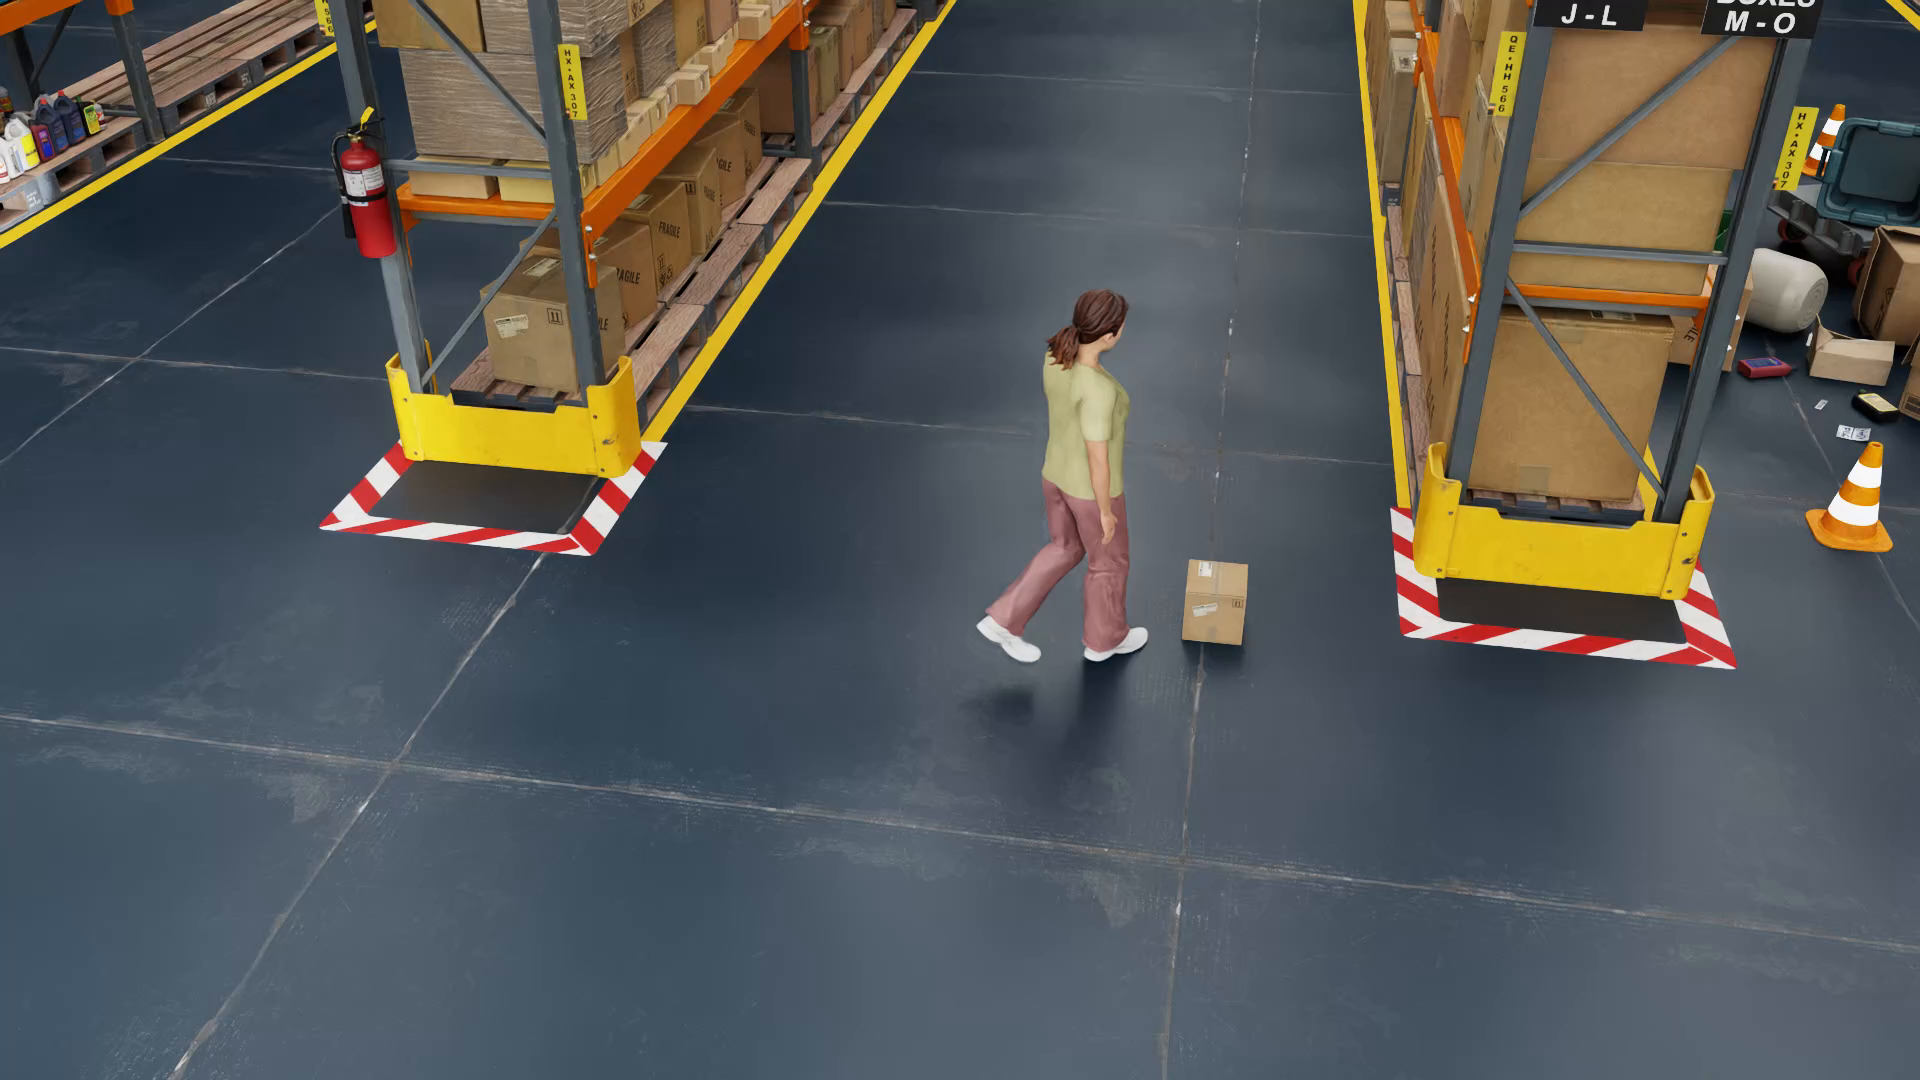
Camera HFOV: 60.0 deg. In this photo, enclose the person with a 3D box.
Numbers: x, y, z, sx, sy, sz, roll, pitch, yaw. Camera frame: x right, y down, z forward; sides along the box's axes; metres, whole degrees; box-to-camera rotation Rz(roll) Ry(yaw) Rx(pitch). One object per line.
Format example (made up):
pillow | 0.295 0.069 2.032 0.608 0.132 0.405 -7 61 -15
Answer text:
person | 0.446 -0.199 6.438 0.754 1.664 0.467 -19 37 -27
